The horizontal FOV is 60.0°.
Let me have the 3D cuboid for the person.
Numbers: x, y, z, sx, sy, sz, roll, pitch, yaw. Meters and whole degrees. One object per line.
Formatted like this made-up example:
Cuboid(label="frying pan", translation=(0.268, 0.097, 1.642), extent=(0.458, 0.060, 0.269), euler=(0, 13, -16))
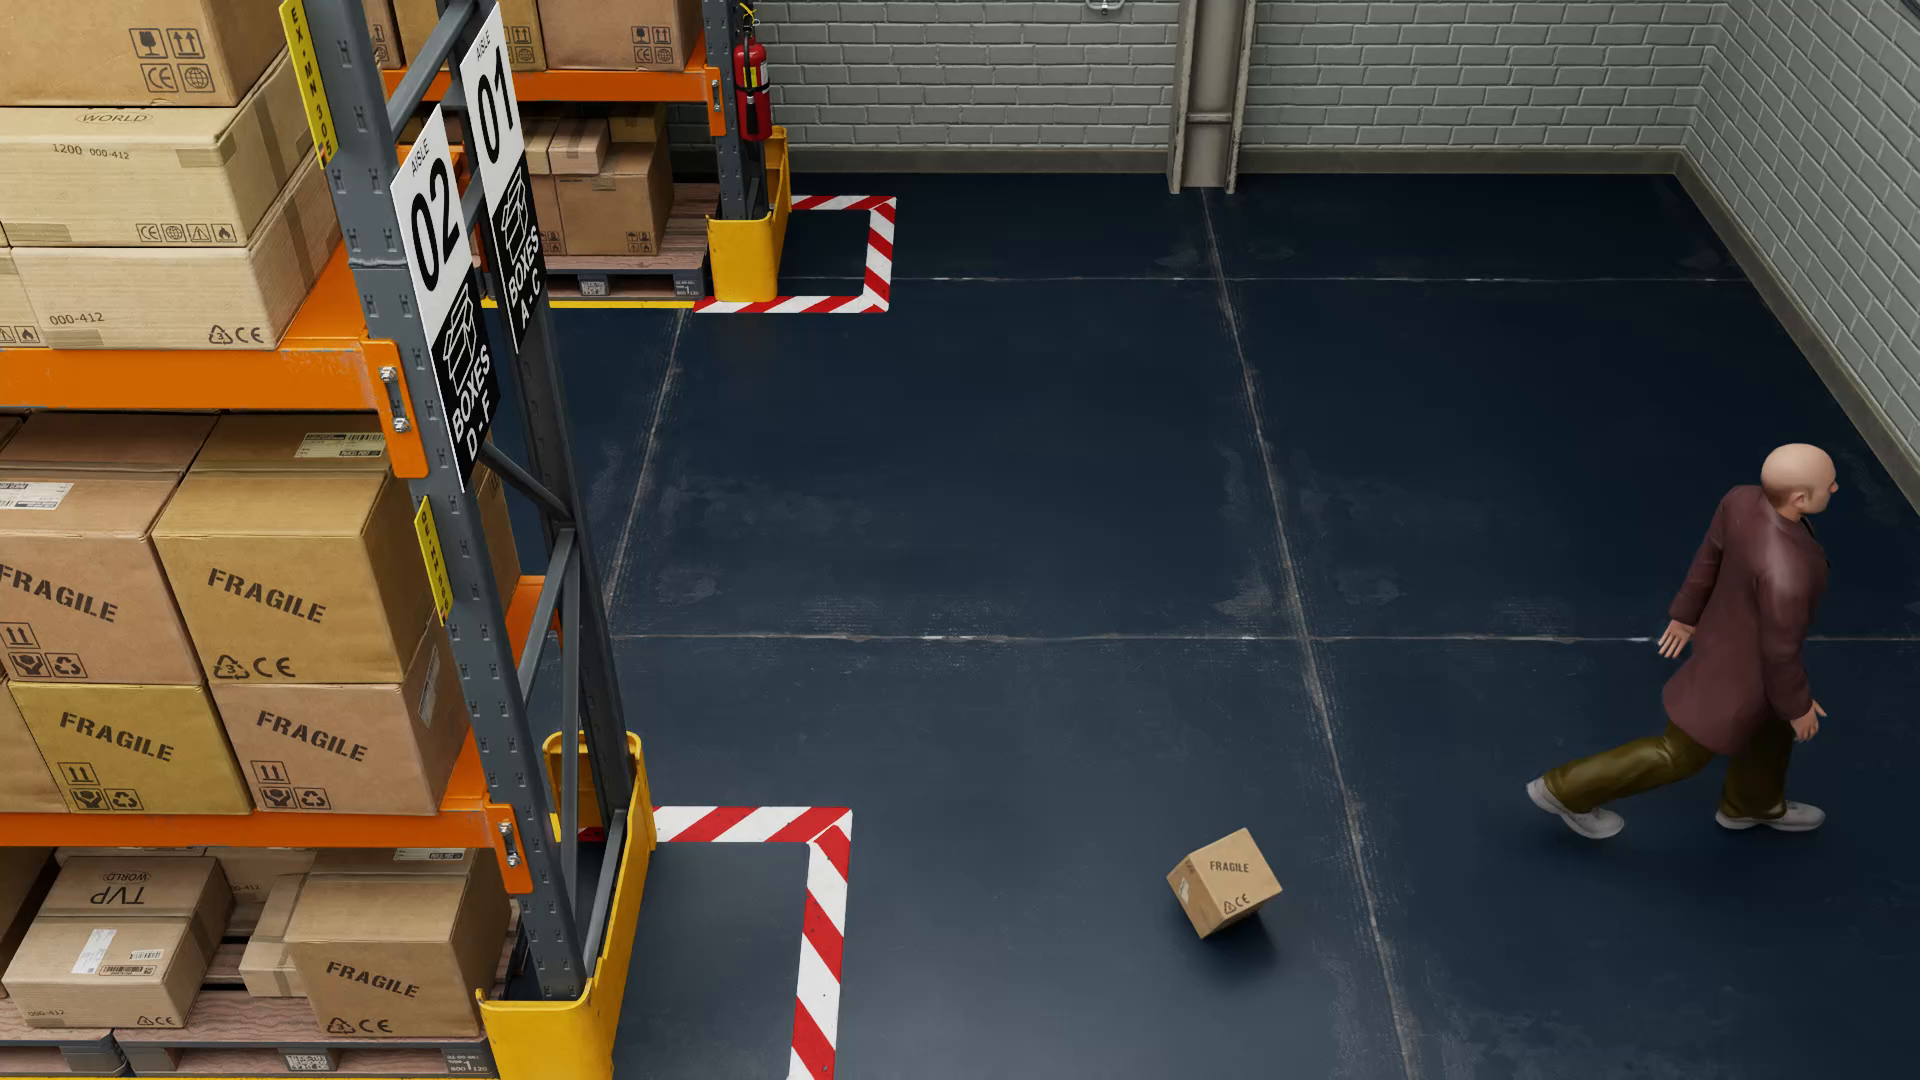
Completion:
Cuboid(label="person", translation=(2.640, 0.408, 5.662), extent=(1.101, 1.730, 0.580), euler=(7, 40, 9))
